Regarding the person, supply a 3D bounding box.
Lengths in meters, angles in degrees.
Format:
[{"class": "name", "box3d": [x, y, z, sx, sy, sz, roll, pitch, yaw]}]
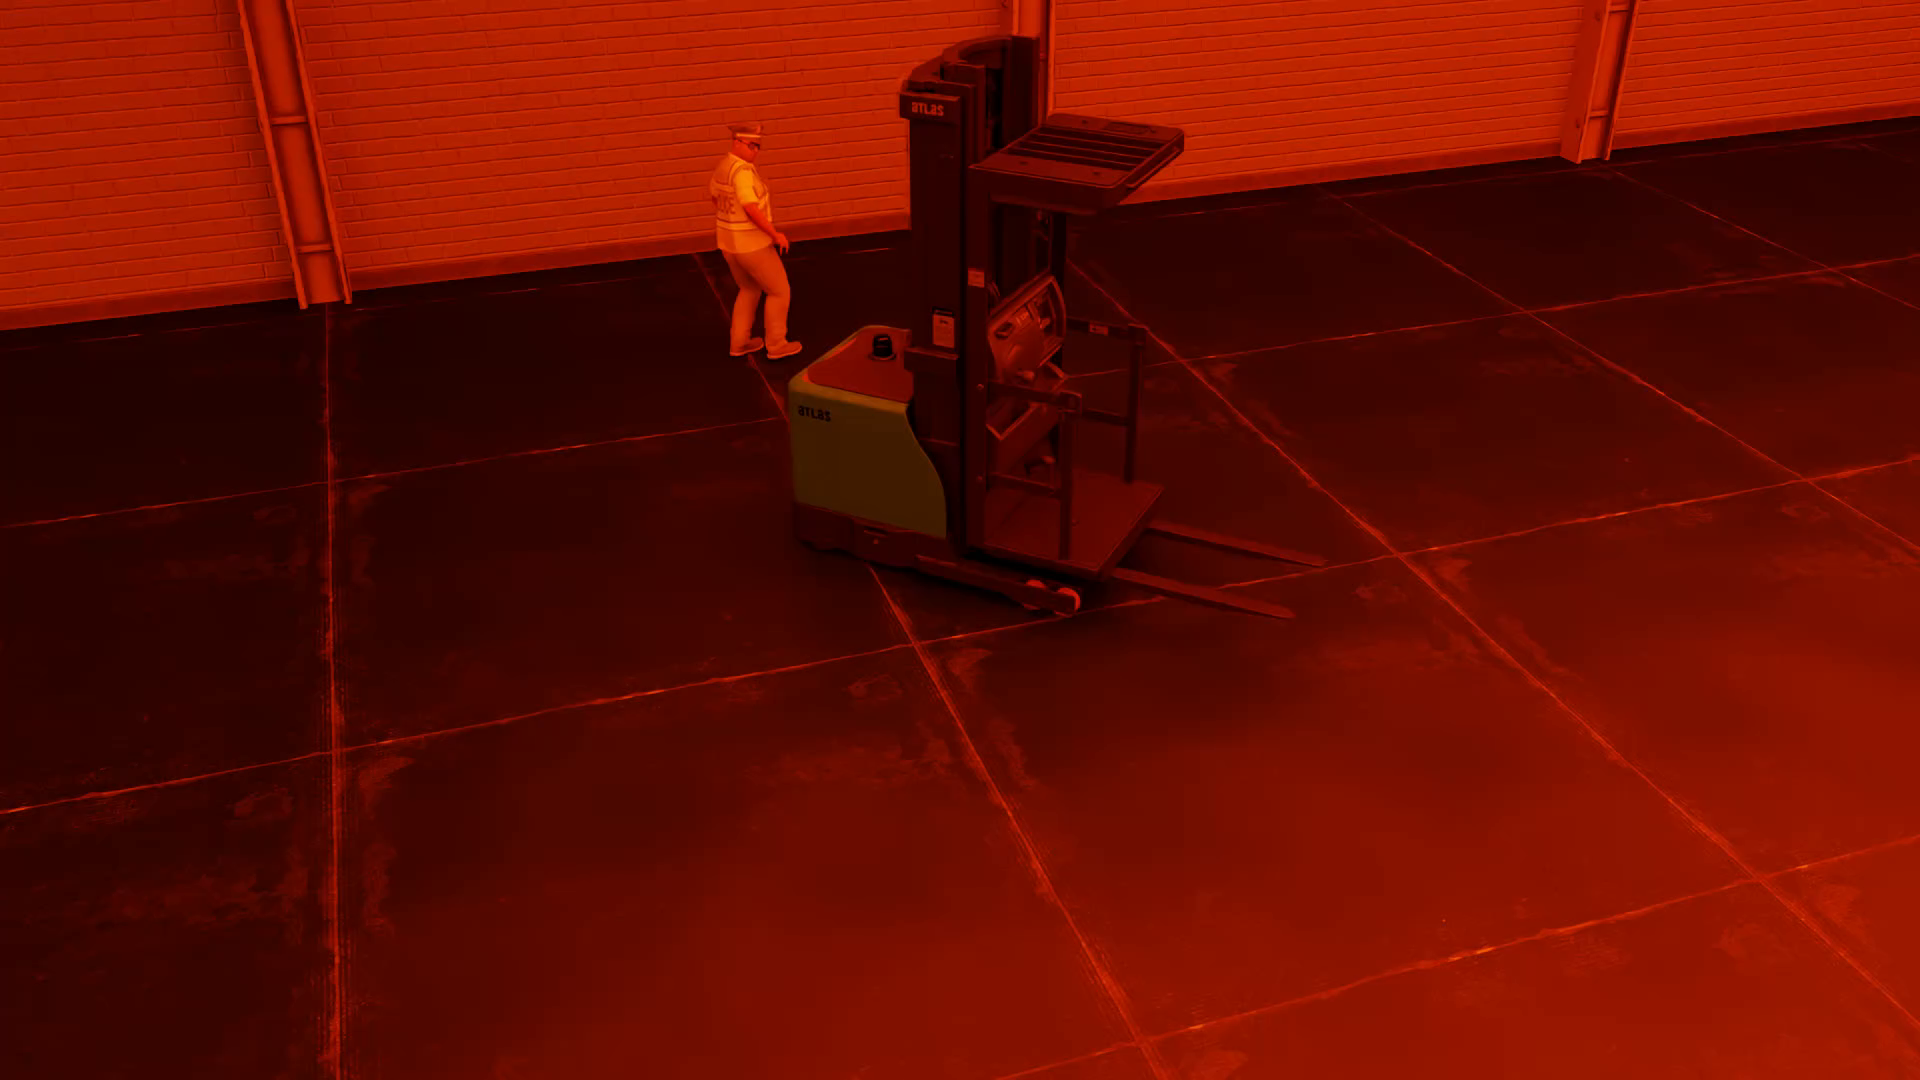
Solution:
[{"class": "person", "box3d": [-1.507, -2.172, 12.072, 0.532, 1.731, 0.733, -23, 37, -34]}]

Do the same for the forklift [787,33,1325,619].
[{"class": "forklift", "box3d": [0.552, -1.140, 9.067, 3.031, 2.935, 1.130, 14, 33, 22]}]
